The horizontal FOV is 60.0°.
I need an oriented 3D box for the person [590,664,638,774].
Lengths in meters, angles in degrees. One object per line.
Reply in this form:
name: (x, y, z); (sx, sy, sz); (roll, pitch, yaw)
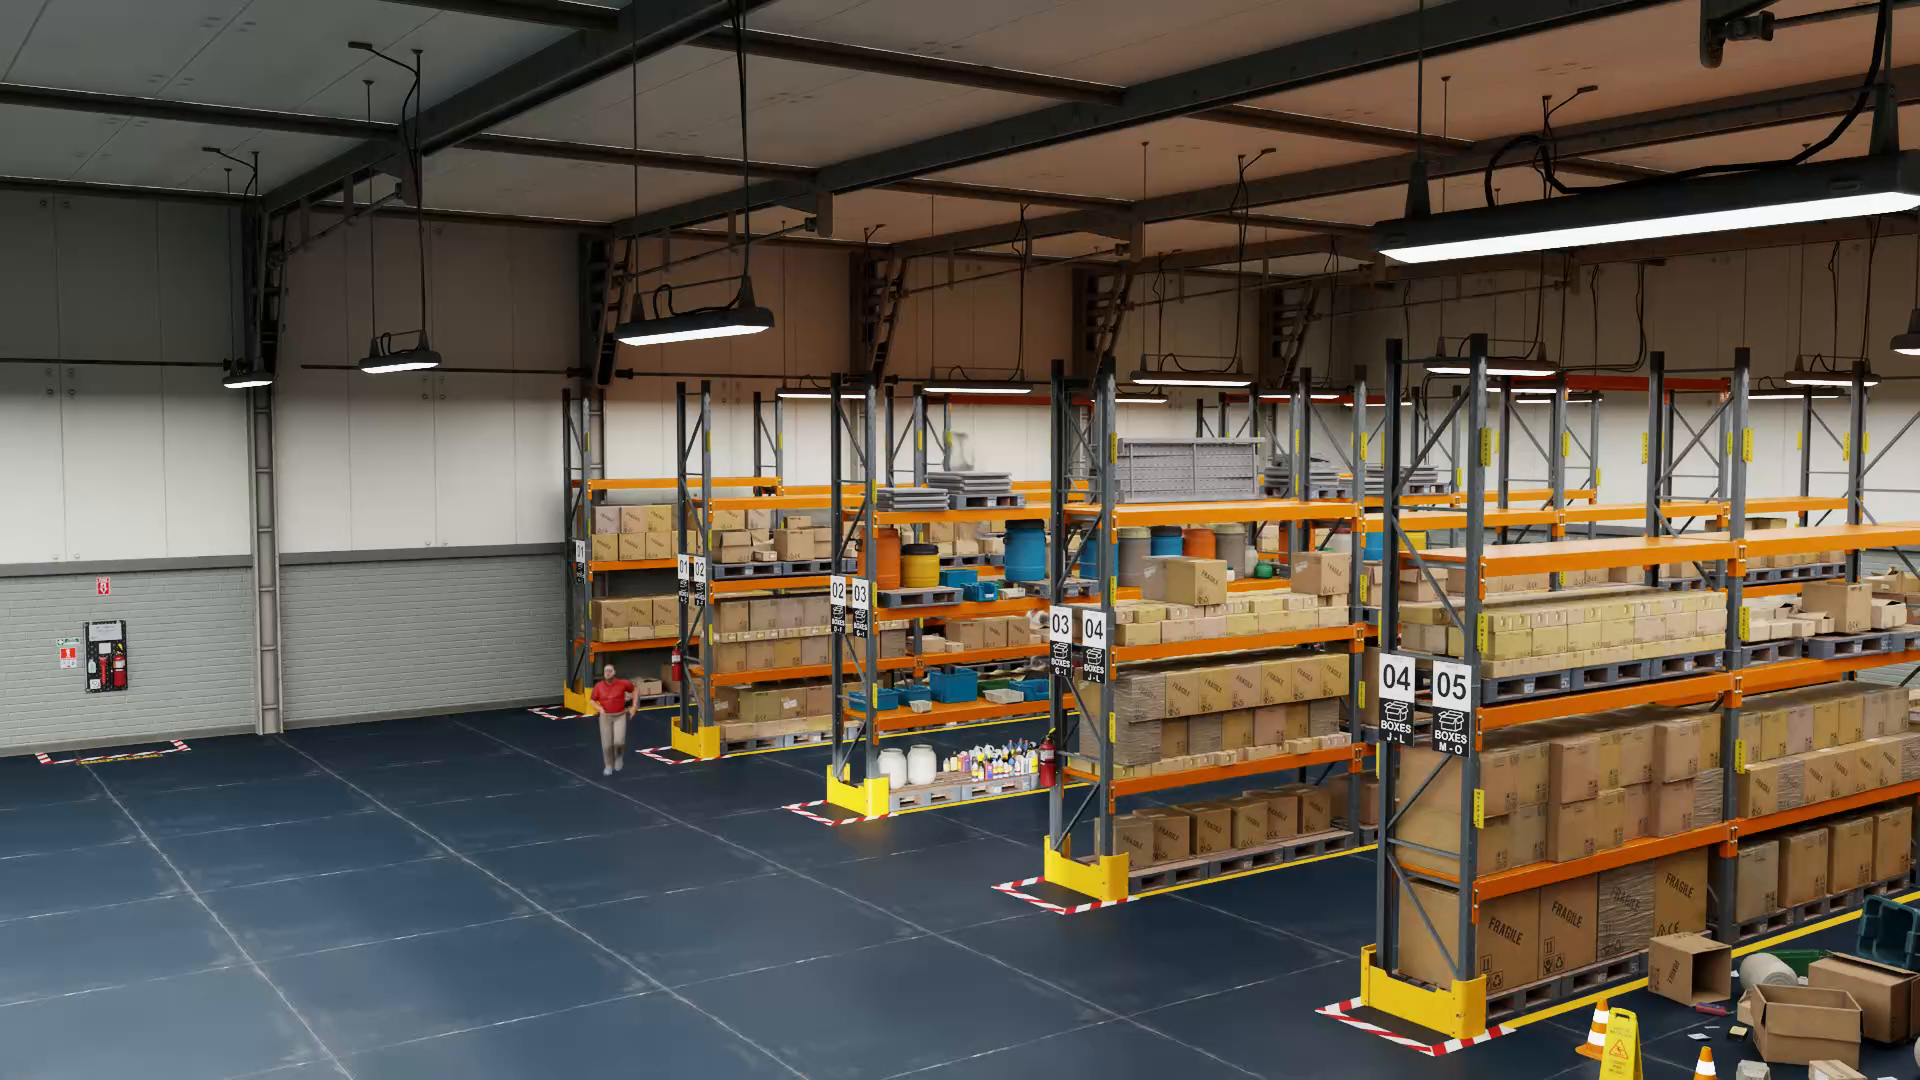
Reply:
person: (-5.219, 2.710, 25.037); (0.691, 1.683, 0.767); (0, 4, -5)

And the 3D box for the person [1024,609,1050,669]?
person: (1.516, 2.063, 33.862); (0.647, 1.787, 0.968); (3, 5, 42)

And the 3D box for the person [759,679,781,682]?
person: (-3.290, 2.436, 29.481); (0.675, 1.756, 0.829); (3, 5, 43)
